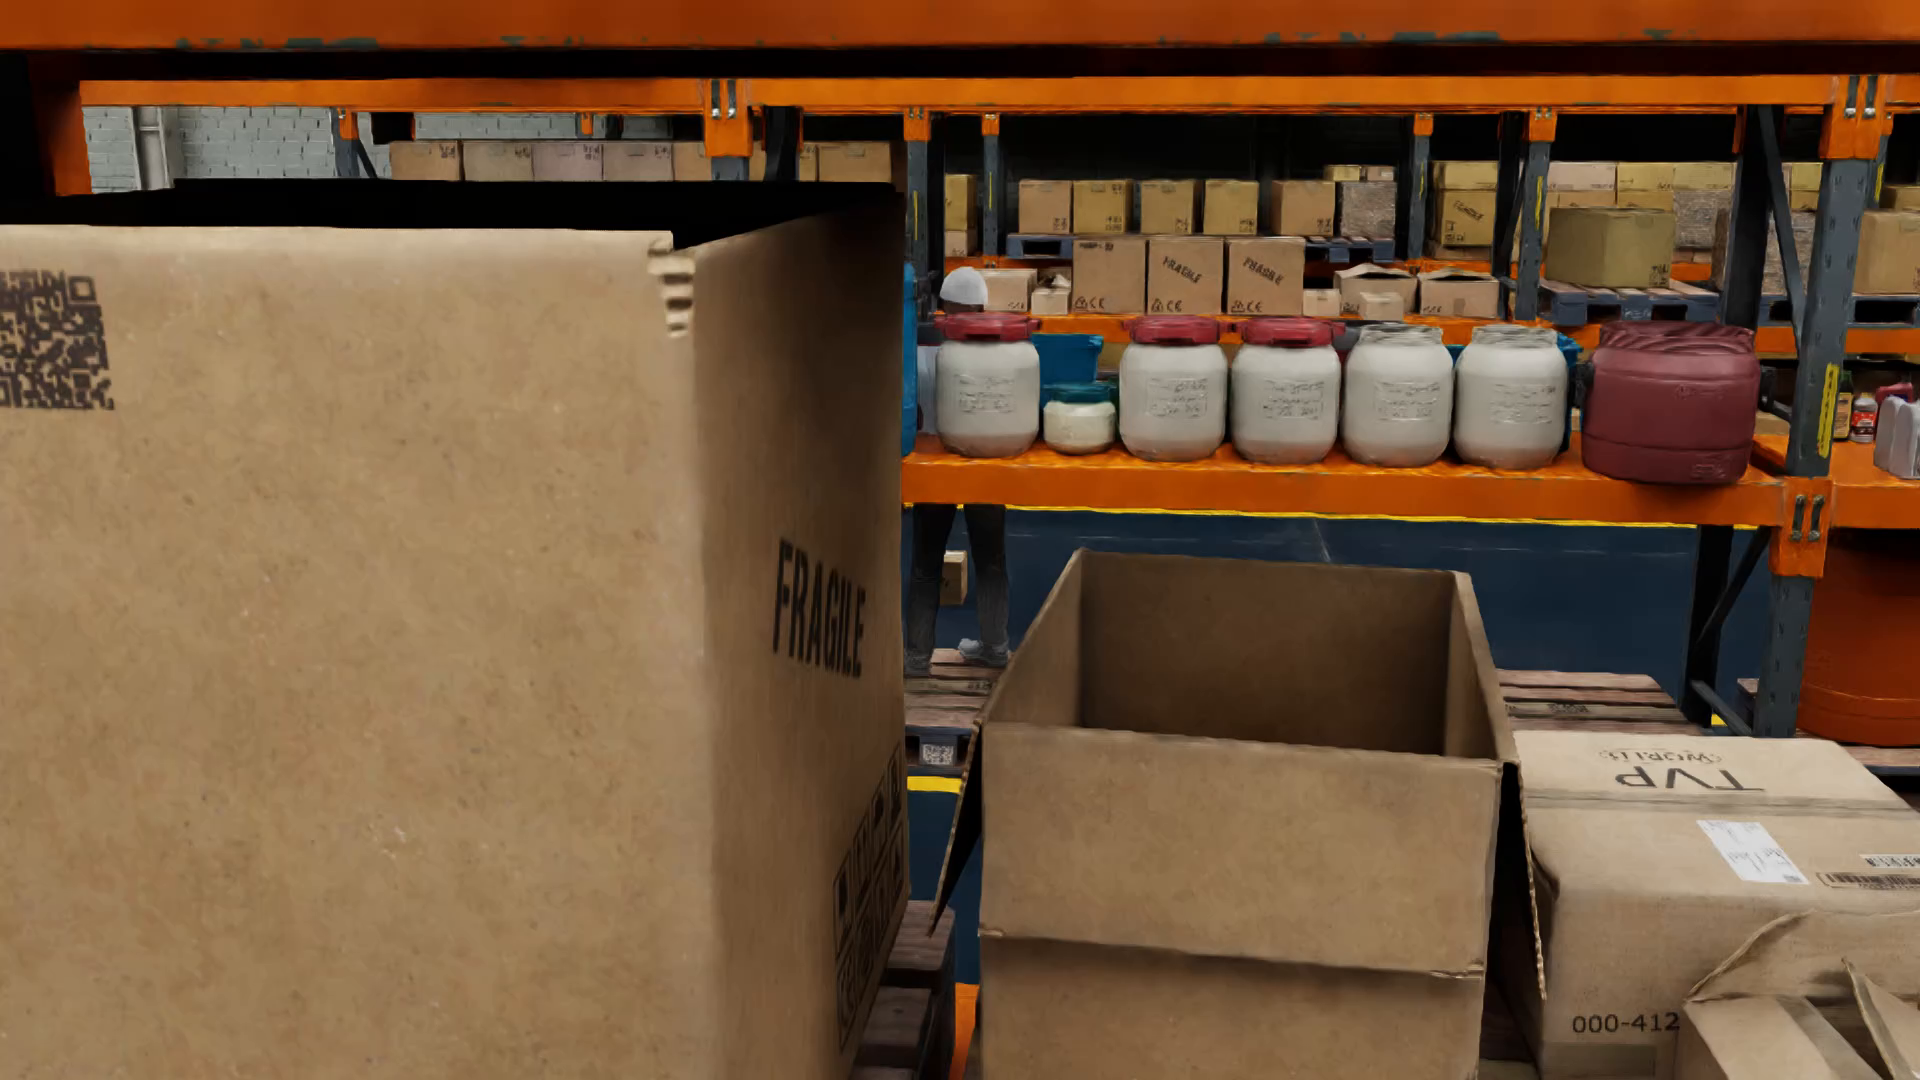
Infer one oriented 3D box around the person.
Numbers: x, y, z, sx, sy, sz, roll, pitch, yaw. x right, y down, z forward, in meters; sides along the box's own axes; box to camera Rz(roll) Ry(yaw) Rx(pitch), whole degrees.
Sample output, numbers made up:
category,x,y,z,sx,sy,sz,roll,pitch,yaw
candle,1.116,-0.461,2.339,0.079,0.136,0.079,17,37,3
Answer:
category,x,y,z,sx,sy,sz,roll,pitch,yaw
person,-0.015,-0.299,7.205,0.579,1.766,0.422,1,14,4
